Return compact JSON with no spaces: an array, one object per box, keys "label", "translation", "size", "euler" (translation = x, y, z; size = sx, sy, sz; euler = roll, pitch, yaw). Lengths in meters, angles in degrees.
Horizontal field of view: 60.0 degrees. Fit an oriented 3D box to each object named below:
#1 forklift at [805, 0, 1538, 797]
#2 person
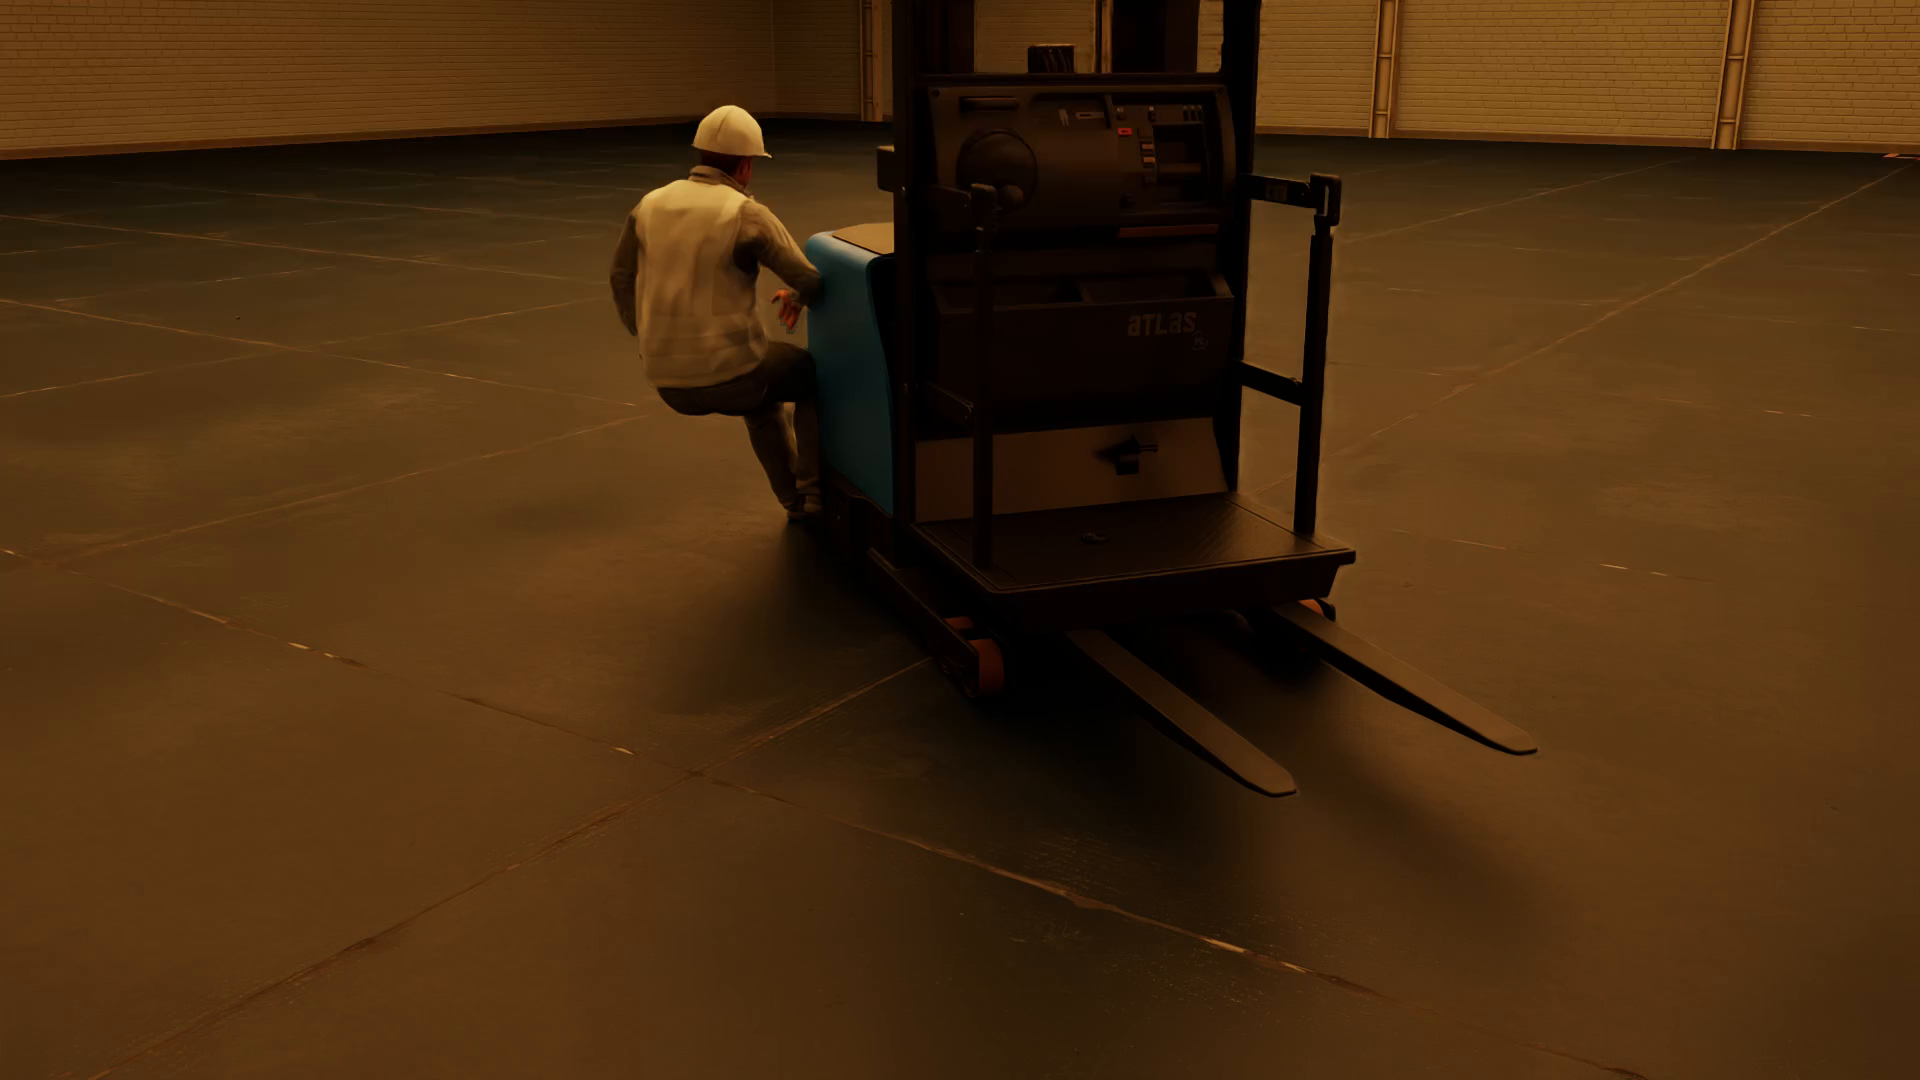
[{"label":"forklift","translation":[0.431,-1.106,4.531],"size":[1.130,2.935,3.031],"euler":[-6,18,-19]},{"label":"person","translation":[-0.718,-0.747,5.824],"size":[0.787,1.508,0.921],"euler":[8,18,25]}]
